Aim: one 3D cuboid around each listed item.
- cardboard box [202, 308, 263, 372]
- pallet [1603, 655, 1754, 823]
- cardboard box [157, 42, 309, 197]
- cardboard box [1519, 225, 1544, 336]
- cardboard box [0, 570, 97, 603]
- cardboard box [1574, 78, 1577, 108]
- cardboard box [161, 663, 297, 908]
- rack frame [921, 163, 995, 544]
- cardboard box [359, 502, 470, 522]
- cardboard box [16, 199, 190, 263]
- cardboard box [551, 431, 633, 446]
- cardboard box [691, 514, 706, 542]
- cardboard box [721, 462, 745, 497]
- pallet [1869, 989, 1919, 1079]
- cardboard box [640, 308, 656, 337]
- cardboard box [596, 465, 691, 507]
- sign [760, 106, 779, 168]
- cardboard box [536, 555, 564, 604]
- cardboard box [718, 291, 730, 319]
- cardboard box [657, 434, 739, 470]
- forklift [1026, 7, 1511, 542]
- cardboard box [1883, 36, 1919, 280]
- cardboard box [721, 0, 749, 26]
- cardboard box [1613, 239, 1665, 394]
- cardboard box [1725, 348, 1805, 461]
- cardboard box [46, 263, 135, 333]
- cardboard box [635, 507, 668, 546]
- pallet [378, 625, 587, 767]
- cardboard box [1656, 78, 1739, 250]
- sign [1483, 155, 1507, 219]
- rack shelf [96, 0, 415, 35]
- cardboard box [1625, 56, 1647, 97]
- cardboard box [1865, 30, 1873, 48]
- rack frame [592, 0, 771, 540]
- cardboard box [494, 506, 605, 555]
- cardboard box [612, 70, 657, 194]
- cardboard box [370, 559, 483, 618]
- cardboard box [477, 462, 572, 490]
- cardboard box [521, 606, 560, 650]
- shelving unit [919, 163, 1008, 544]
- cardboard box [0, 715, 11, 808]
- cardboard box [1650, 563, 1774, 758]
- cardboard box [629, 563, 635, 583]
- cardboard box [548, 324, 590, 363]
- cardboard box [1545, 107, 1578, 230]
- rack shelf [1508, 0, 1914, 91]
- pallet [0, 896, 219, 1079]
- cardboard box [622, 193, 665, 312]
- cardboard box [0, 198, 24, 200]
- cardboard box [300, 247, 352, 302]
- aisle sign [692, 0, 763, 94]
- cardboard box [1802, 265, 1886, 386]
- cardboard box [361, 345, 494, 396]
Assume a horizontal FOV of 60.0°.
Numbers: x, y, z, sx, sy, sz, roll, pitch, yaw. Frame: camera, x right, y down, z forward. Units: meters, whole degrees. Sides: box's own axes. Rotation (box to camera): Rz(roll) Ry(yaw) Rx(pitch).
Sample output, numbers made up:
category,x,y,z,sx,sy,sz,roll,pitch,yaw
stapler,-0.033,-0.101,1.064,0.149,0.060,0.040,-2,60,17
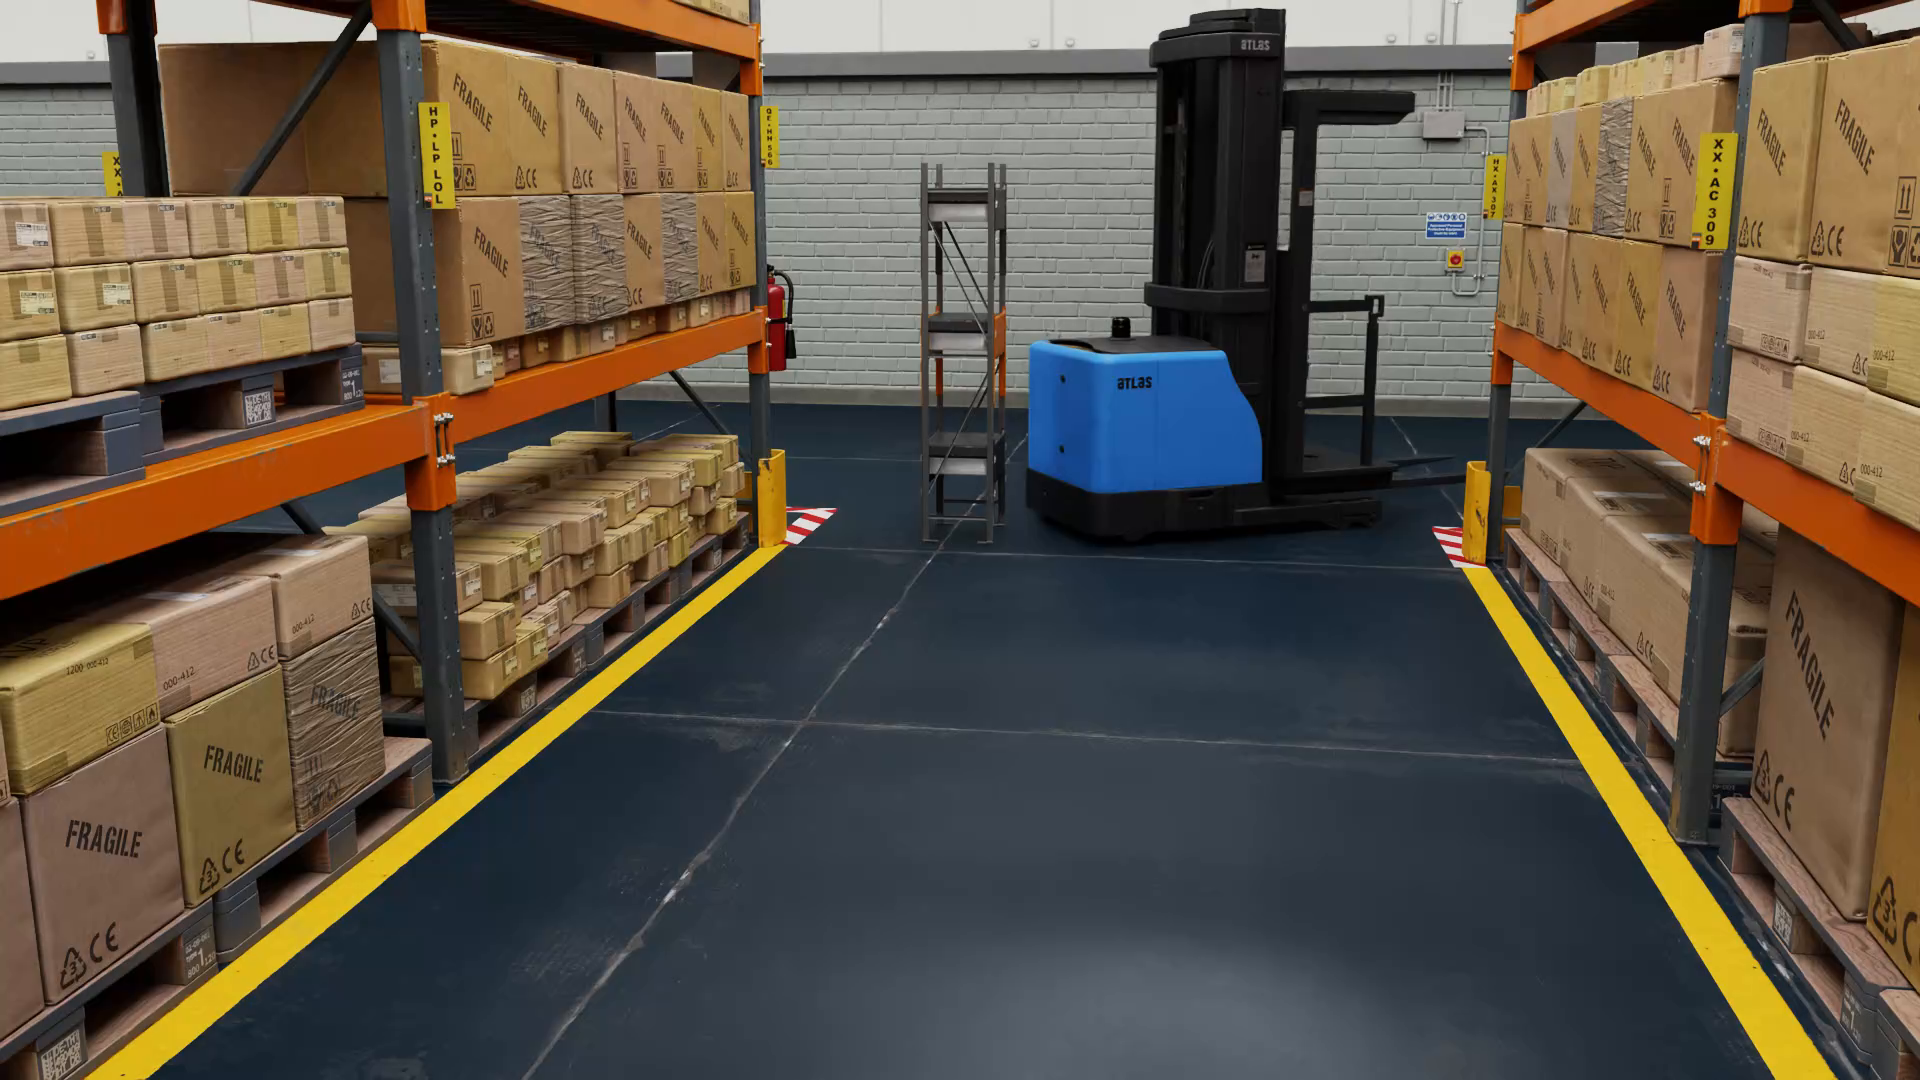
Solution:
category,x,y,z,sx,sy,sz,roll,pitch,yaw
cardboard box,-2.140,-0.547,4.512,0.380,0.149,0.250,2,12,8
pallet,2.906,0.687,5.804,1.003,0.211,1.213,2,12,9
cardboard box,-2.390,-1.449,5.782,0.500,0.500,0.500,1,12,7
cardboard box,2.919,-1.205,7.728,0.500,0.500,0.500,2,12,8
cardboard box,-2.649,0.247,4.386,0.500,0.250,0.500,2,12,10
cardboard box,2.865,-1.924,7.150,0.380,0.149,0.250,2,12,9
cardboard box,-2.139,0.626,4.405,0.500,0.500,0.500,2,12,7
rack frame,-0.012,-1.010,9.196,0.400,2.100,0.015,2,12,9
cardboard box,-2.298,-0.062,7.019,0.380,0.149,0.250,1,12,6
cardboard box,-2.186,-0.779,4.174,0.380,0.149,0.250,2,12,8
cardboard box,-1.996,-0.497,9.037,0.380,0.149,0.250,1,12,6
cardboard box,-1.520,-0.079,8.509,0.380,0.149,0.250,2,12,8
cardboard box,-1.379,-0.330,8.970,0.380,0.149,0.250,2,12,7
pallet,2.483,1.261,3.143,1.003,0.211,1.213,2,12,9
cardboard box,-1.636,-1.027,7.736,0.380,0.149,0.250,1,12,6
cardboard box,-1.509,-0.258,7.930,0.380,0.149,0.250,2,12,11
sign,-1.034,-2.191,9.040,0.100,0.325,0.005,2,12,9
cardboard box,-1.826,0.155,6.720,0.380,0.149,0.250,1,12,6
cardboard box,-1.426,-1.242,8.733,0.380,0.149,0.250,2,12,9
cardboard box,-1.410,-0.476,8.942,0.380,0.149,0.250,2,12,9
forklift,1.968,-1.595,9.939,3.031,2.935,1.130,-5,13,-21
cardboard box,2.230,-0.765,3.311,0.500,0.500,0.500,2,12,7
cardboard box,-1.388,-2.782,8.519,0.500,0.250,0.500,2,12,7
cardboard box,2.604,-0.781,5.762,0.500,0.500,0.500,2,12,7
cardboard box,2.384,-0.364,4.418,0.500,0.250,0.500,2,12,7
cardboard box,-2.220,-0.581,3.962,0.380,0.149,0.250,1,12,6
cardboard box,-1.581,-0.061,7.721,0.380,0.149,0.250,3,12,11
pallet,-2.126,0.562,6.382,1.003,0.211,1.213,2,12,9
cardboard box,2.512,-1.165,5.169,0.500,0.500,0.500,2,12,8
sign,2.780,-1.834,8.641,0.100,0.325,0.005,2,12,9
rack shelf,-2.502,-1.358,3.263,1.077,0.370,4.000,2,12,9
cardboard box,2.704,-1.714,6.174,0.380,0.149,0.250,2,12,7
cardboard box,2.593,-1.501,5.188,0.380,0.149,0.250,2,12,10
rack frame,-1.579,-1.492,9.298,1.000,3.000,0.127,2,12,9
cardboard box,-1.708,-0.042,6.927,0.380,0.149,0.250,2,12,10
cardboard box,-1.631,-1.748,7.167,0.500,0.500,0.500,1,12,7
cardboard box,-1.937,0.173,5.930,0.380,0.149,0.250,2,12,11
cardboard box,-2.093,-0.275,8.010,0.380,0.149,0.250,2,12,11
cardboard box,-1.793,0.354,6.499,0.380,0.149,0.250,2,12,8
shelving unit,0.025,-1.061,9.432,0.431,2.100,0.503,2,12,9
cardboard box,-2.298,0.479,3.307,0.500,0.250,0.500,2,12,9
cardboard box,2.915,0.400,5.604,0.875,0.438,0.875,2,12,8
cardboard box,-1.697,0.135,7.519,0.380,0.149,0.250,2,12,10
cardboard box,-1.721,-0.805,6.707,0.380,0.149,0.250,2,12,10
cardboard box,2.828,-1.585,7.116,0.500,0.500,0.500,2,12,8
rack shelf,3.020,-2.051,6.480,1.077,0.370,4.000,2,12,9
pallet,-2.498,1.120,3.794,1.003,0.211,1.213,2,12,9
cardboard box,-1.634,-1.268,7.316,0.500,0.500,0.500,3,12,11
cardboard box,-2.789,-0.854,4.525,0.380,0.149,0.250,2,12,9
cardboard box,-2.061,-0.798,4.971,0.380,0.149,0.250,2,12,10
aisle sign,-1.272,-2.769,9.050,0.394,0.787,0.004,2,12,9
cardboard box,2.313,-0.500,3.861,0.500,0.250,0.500,2,12,10
cardboard box,-1.828,-0.585,5.685,0.380,0.149,0.250,2,12,11
